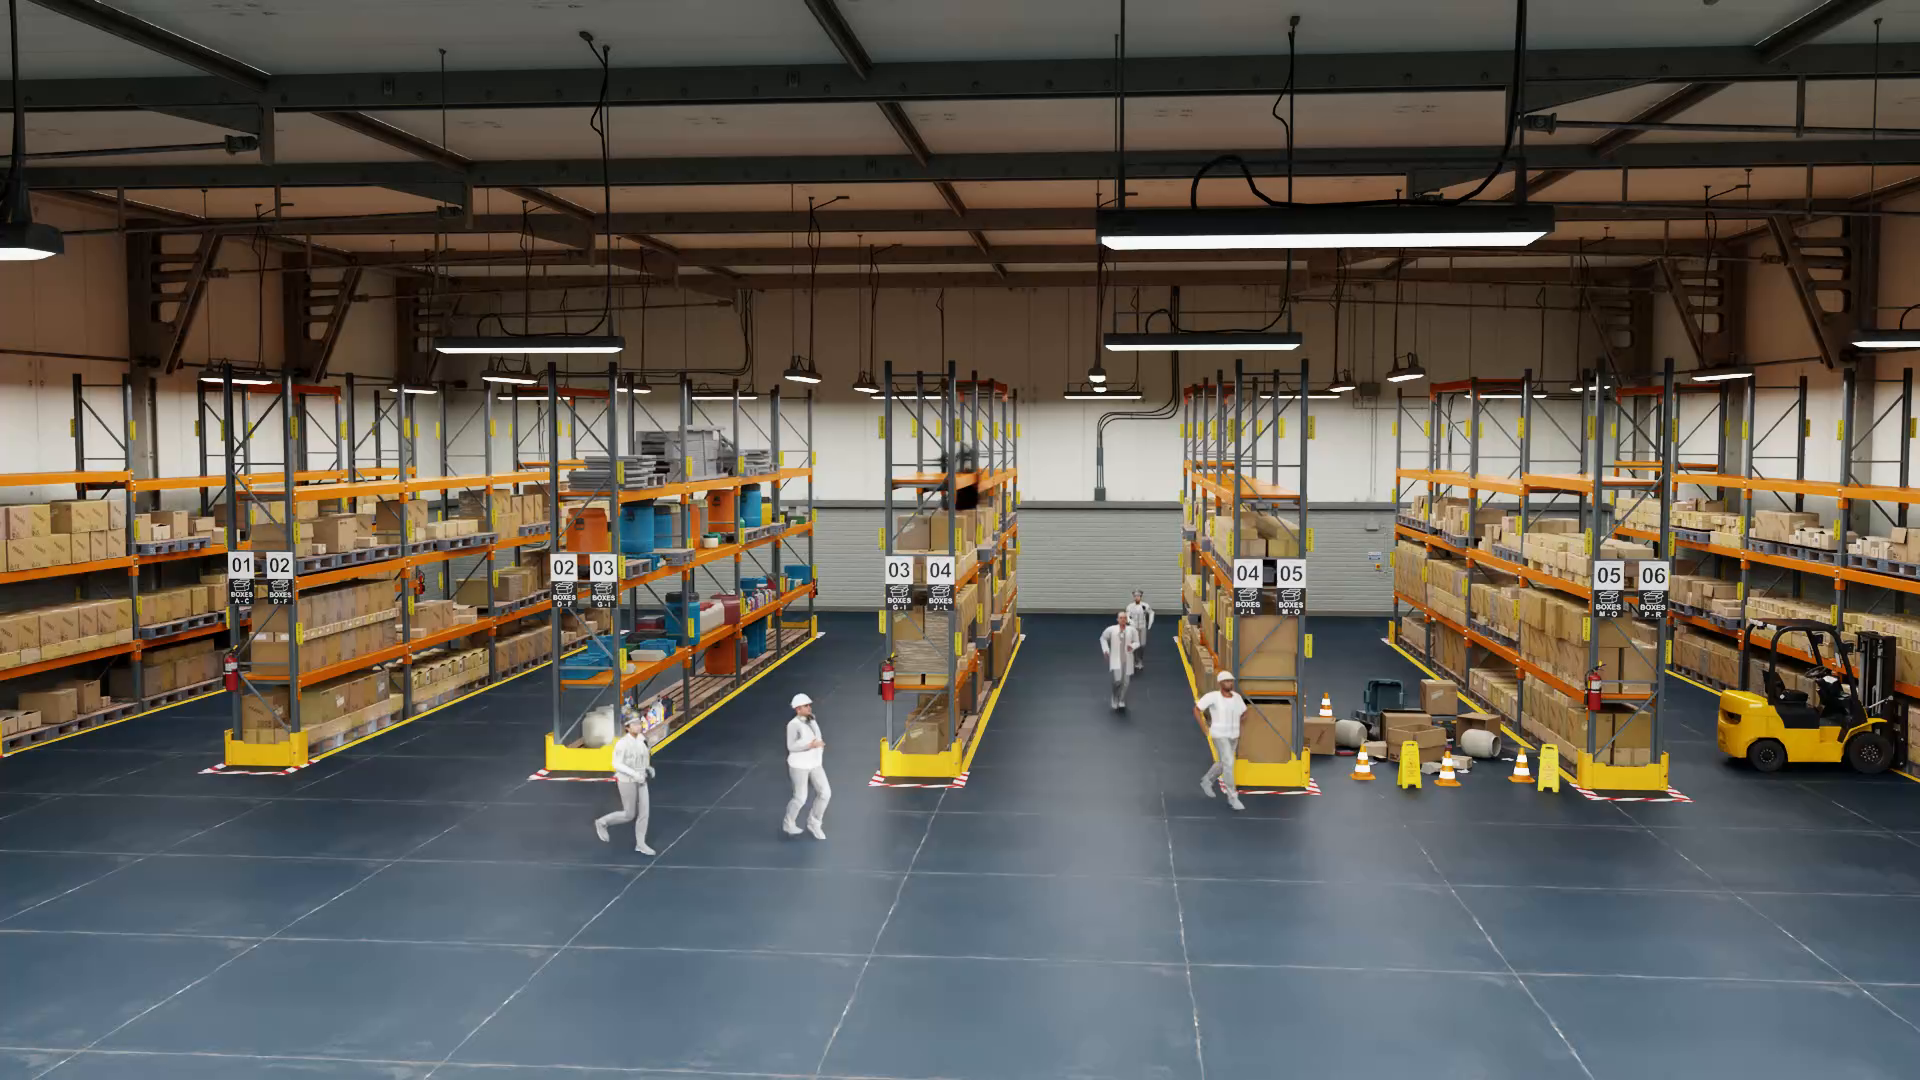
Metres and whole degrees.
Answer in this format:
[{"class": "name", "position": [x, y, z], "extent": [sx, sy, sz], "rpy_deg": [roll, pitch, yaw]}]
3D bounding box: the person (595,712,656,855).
[{"class": "person", "position": [-3.937, 2.877, 19.800], "extent": [0.781, 1.695, 0.624], "rpy_deg": [2, 4, 29]}]

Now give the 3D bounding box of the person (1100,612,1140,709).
[{"class": "person", "position": [2.889, 2.160, 29.713], "extent": [0.682, 1.743, 0.702], "rpy_deg": [0, 4, -6]}]

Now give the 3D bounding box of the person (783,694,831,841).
[{"class": "person", "position": [-1.871, 2.785, 20.336], "extent": [0.710, 1.814, 0.634], "rpy_deg": [3, 5, 38]}]

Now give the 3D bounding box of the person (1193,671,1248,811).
[{"class": "person", "position": [3.574, 2.647, 22.292], "extent": [0.756, 1.781, 0.919], "rpy_deg": [-3, 5, -36]}]

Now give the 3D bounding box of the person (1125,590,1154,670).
[{"class": "person", "position": [3.750, 1.877, 34.870], "extent": [0.619, 1.685, 0.644], "rpy_deg": [1, 4, 9]}]
